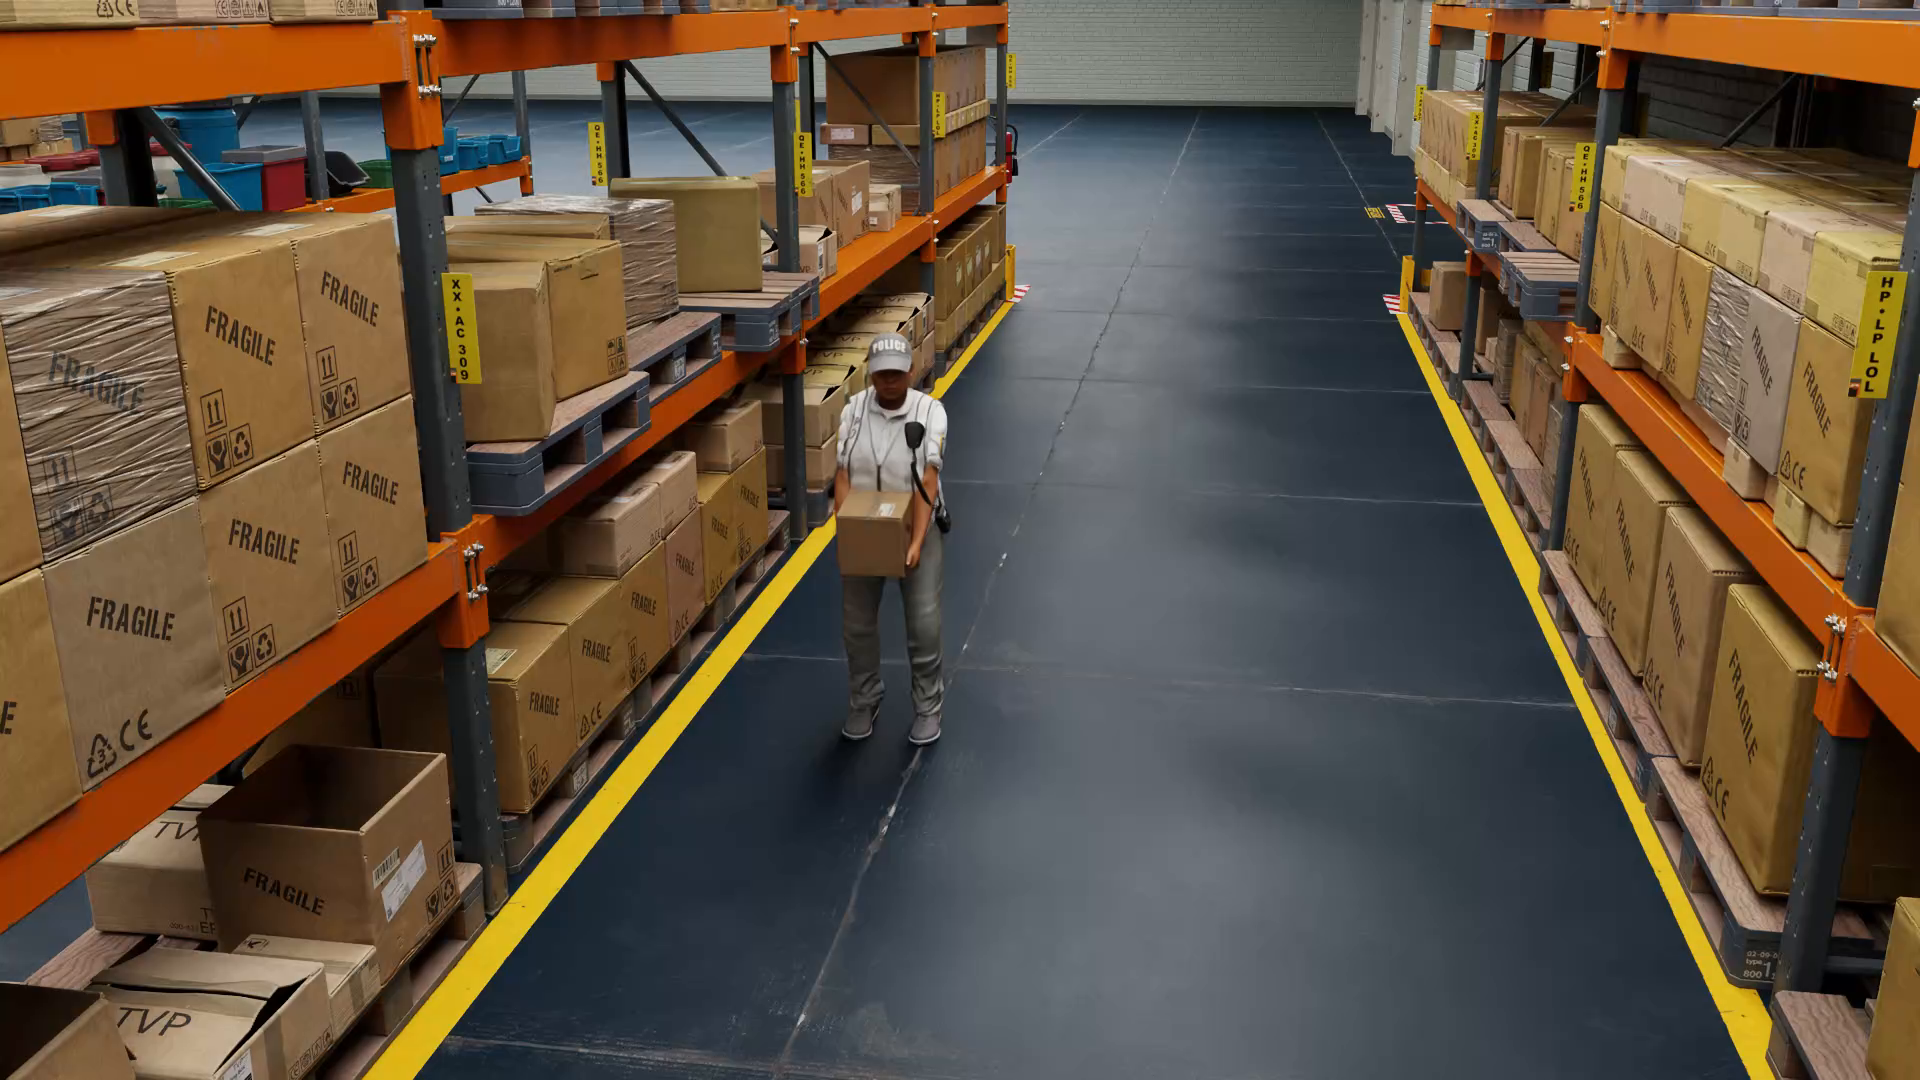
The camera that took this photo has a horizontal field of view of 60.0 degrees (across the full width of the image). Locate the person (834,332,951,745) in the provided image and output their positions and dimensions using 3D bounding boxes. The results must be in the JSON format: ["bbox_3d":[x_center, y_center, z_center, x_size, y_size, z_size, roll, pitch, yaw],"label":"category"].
[{"bbox_3d":[-0.275,0.010,6.545,0.452,1.660,0.560,3,18,9],"label":"person"}]
